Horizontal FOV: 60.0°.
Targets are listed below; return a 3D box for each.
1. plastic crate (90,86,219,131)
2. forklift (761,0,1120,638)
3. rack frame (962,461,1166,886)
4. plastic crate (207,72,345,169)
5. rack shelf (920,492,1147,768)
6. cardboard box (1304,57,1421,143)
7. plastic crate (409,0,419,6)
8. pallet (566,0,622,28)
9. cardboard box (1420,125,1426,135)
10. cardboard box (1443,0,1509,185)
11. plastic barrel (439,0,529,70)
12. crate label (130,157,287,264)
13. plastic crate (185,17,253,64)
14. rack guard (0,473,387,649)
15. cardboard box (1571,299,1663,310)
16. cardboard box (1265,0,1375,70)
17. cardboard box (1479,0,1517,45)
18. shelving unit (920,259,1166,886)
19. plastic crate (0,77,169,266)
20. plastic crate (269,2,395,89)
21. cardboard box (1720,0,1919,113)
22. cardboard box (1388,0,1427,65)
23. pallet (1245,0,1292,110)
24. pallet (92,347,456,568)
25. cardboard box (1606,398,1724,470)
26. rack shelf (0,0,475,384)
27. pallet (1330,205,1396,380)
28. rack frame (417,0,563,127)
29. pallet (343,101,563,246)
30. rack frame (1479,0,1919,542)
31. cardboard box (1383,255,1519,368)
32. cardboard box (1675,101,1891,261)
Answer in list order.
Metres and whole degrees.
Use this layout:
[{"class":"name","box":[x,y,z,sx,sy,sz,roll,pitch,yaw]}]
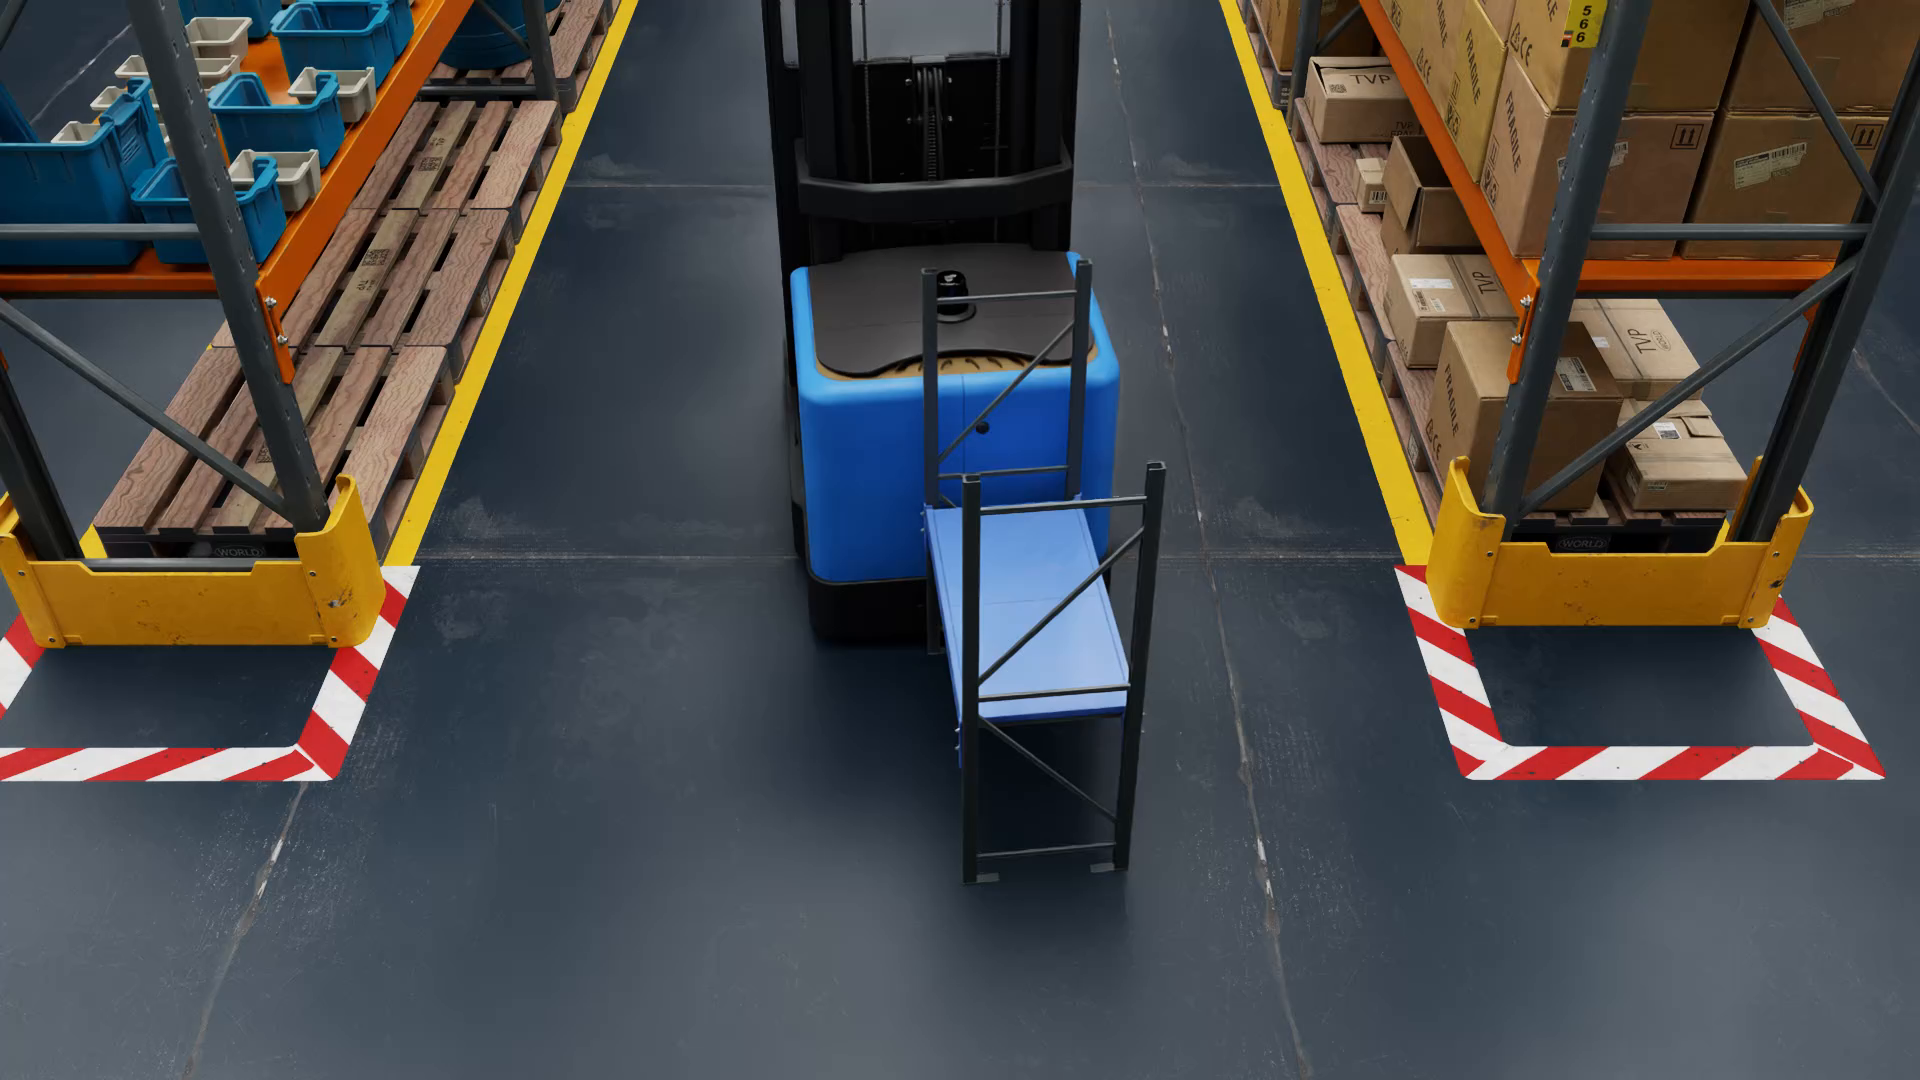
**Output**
[{"class":"plastic crate","box":[-2.836,-1.529,5.922,0.396,0.136,0.243,0,39,0]},{"class":"forklift","box":[-0.160,-1.722,6.055,1.130,2.935,3.031,-4,39,-5]},{"class":"rack frame","box":[0.255,0.419,4.527,0.500,1.500,0.032,-4,39,-5]},{"class":"plastic crate","box":[-2.340,-1.442,5.737,0.416,0.233,0.300,0,39,0]},{"class":"rack shelf","box":[0.196,0.244,5.034,0.538,0.185,1.000,-4,39,-5]},{"class":"cardboard box","box":[2.065,-2.280,8.495,0.500,0.311,0.500,0,39,0]},{"class":"plastic crate","box":[-2.370,-2.251,6.823,0.293,0.136,0.466,0,39,0]},{"class":"pallet","box":[-2.636,-3.578,10.546,1.003,0.211,1.213,0,39,0]},{"class":"cardboard box","box":[2.565,-2.260,8.319,0.500,0.500,0.500,0,39,0]},{"class":"cardboard box","box":[2.009,-1.562,5.721,0.500,0.500,0.500,0,39,0]},{"class":"plastic barrel","box":[-2.656,-3.104,9.067,0.600,0.901,0.708,0,39,0]},{"class":"crate label","box":[-2.339,-1.030,5.223,0.416,0.233,0.303,0,39,0]},{"class":"plastic crate","box":[-2.880,-1.888,6.371,0.298,0.136,0.250,0,39,0]},{"class":"rack guard","box":[-2.655,0.073,5.759,1.175,0.500,0.348,0,39,0]},{"class":"cardboard box","box":[2.567,-0.983,6.925,0.500,0.250,0.500,0,39,0]},{"class":"cardboard box","box":[1.994,-2.925,9.148,0.500,0.500,0.500,0,39,0]},{"class":"cardboard box","box":[2.008,-1.942,5.395,0.500,0.500,0.500,1,39,1]},{"class":"shelving unit","box":[0.196,0.104,4.921,0.538,1.500,1.048,-4,39,-5]},{"class":"plastic crate","box":[-2.855,-1.164,5.228,0.616,0.435,0.499,0,39,0]},{"class":"plastic crate","box":[-2.341,-1.854,6.250,0.416,0.233,0.300,0,39,0]},{"class":"cardboard box","box":[2.548,-1.626,5.000,0.500,0.500,0.500,1,39,1]},{"class":"cardboard box","box":[2.013,-2.189,6.503,0.500,0.500,0.500,-1,39,-1]},{"class":"pallet","box":[2.242,-2.841,9.626,1.003,0.211,1.213,0,39,0]},{"class":"pallet","box":[-2.630,-0.345,6.512,1.003,0.211,1.213,0,39,0]},{"class":"cardboard box","box":[2.628,-0.403,6.268,0.380,0.166,0.250,0,39,0]},{"class":"rack shelf","box":[-2.670,-1.888,6.782,1.077,0.370,4.000,0,39,0]},{"class":"pallet","box":[2.285,-1.138,7.501,1.003,0.211,1.213,0,39,0]},{"class":"rack frame","box":[-2.673,-3.419,8.118,1.000,3.000,0.127,0,39,0]},{"class":"pallet","box":[-2.633,-1.871,8.416,1.003,0.211,1.213,0,39,0]},{"class":"rack frame","box":[2.285,-0.919,4.998,1.000,3.000,0.127,0,39,0]},{"class":"cardboard box","box":[2.067,-0.951,6.886,0.500,0.250,0.500,0,39,0]},{"class":"cardboard box","box":[2.548,-1.235,5.313,0.500,0.500,0.500,1,39,1]}]
